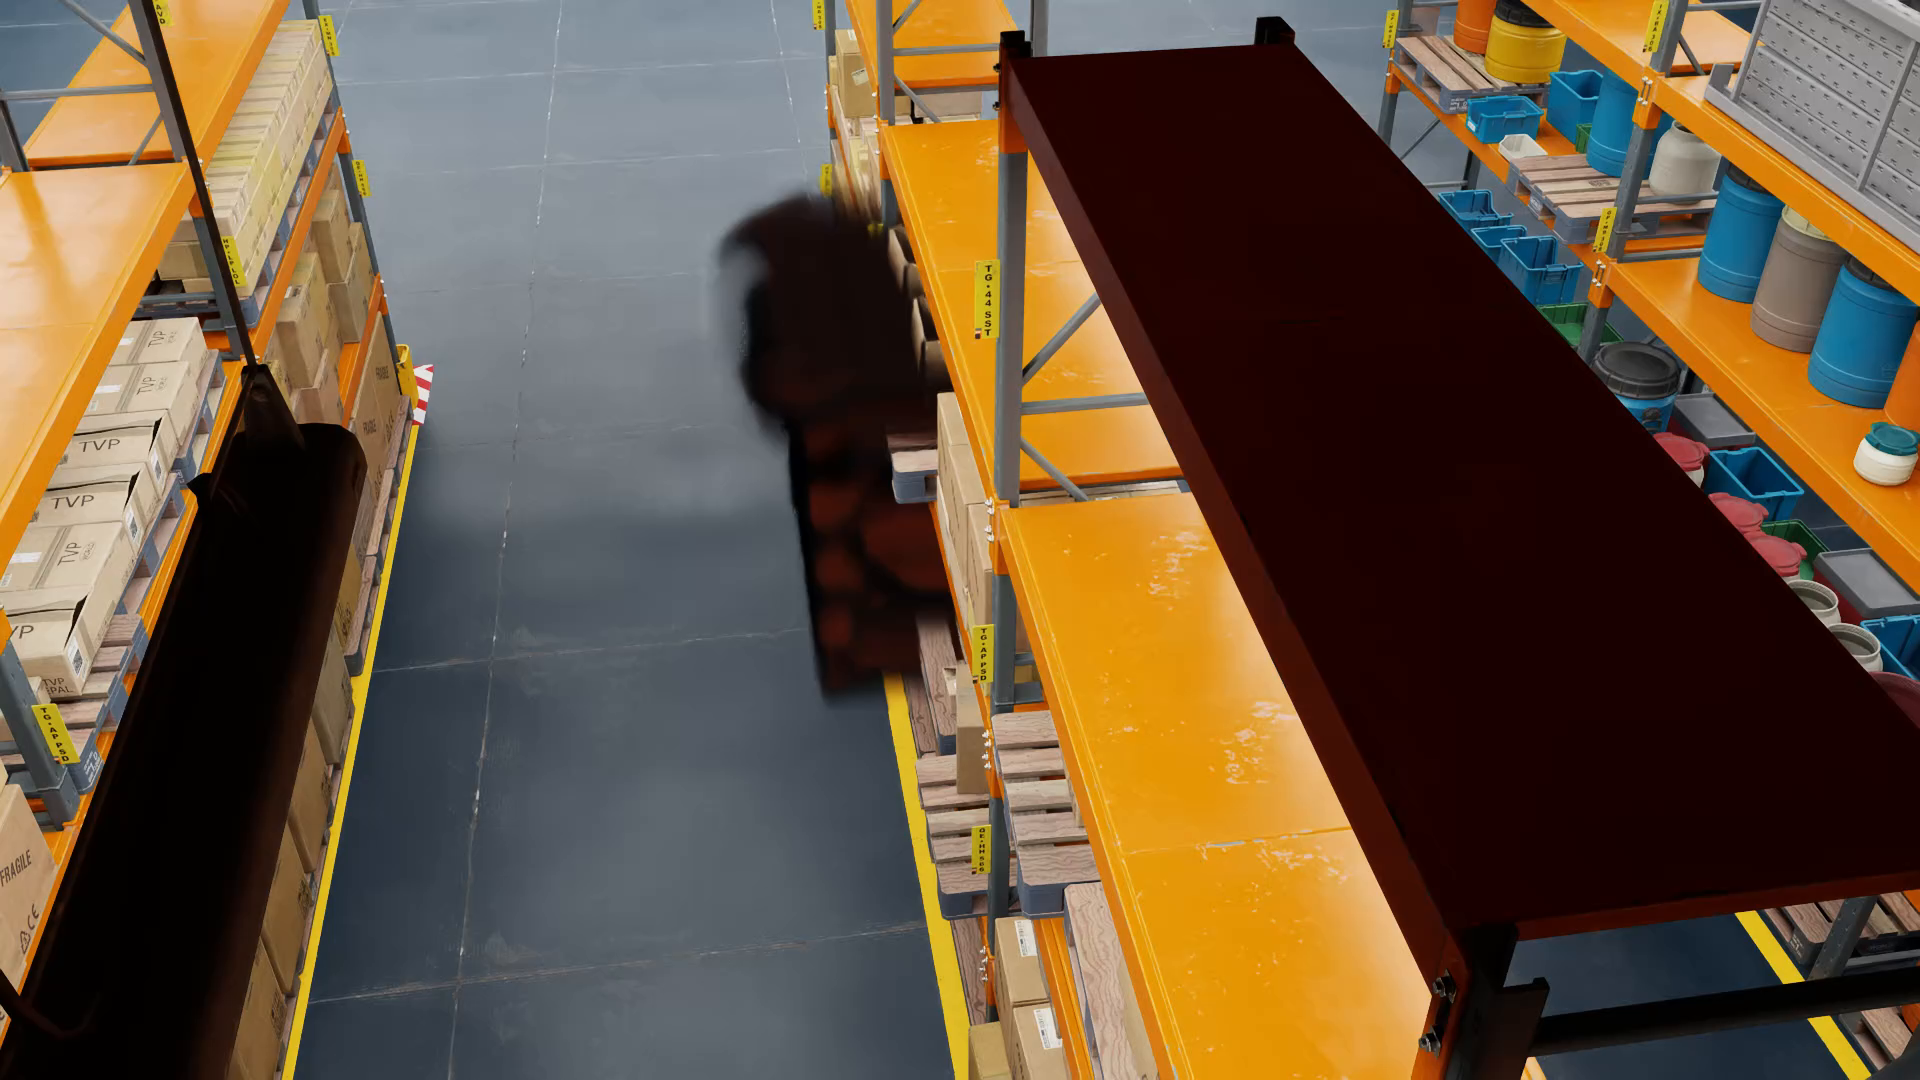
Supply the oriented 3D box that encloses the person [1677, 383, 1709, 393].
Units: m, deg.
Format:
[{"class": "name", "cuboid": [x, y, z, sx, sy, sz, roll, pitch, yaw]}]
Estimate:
[{"class": "person", "cuboid": [6.780, -1.998, 14.842, 0.348, 1.723, 0.541, 21, 41, 26]}]
